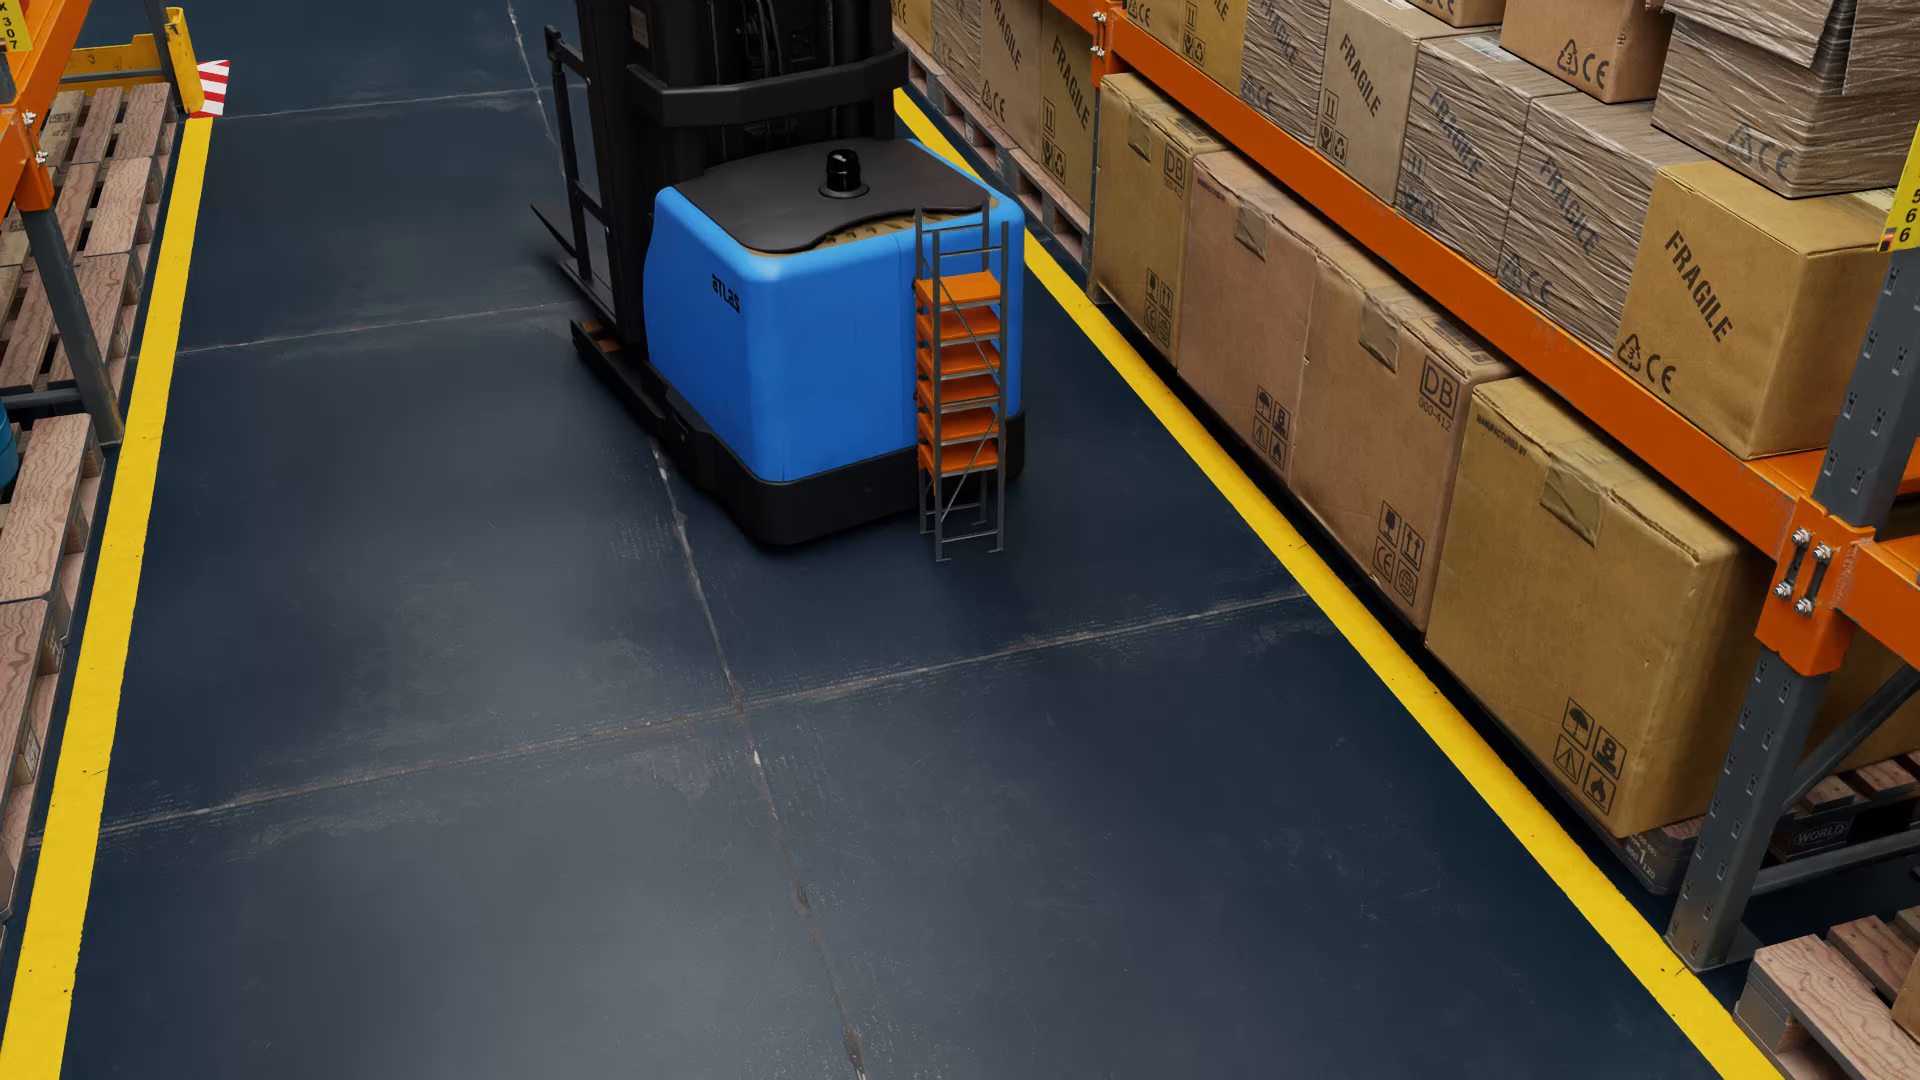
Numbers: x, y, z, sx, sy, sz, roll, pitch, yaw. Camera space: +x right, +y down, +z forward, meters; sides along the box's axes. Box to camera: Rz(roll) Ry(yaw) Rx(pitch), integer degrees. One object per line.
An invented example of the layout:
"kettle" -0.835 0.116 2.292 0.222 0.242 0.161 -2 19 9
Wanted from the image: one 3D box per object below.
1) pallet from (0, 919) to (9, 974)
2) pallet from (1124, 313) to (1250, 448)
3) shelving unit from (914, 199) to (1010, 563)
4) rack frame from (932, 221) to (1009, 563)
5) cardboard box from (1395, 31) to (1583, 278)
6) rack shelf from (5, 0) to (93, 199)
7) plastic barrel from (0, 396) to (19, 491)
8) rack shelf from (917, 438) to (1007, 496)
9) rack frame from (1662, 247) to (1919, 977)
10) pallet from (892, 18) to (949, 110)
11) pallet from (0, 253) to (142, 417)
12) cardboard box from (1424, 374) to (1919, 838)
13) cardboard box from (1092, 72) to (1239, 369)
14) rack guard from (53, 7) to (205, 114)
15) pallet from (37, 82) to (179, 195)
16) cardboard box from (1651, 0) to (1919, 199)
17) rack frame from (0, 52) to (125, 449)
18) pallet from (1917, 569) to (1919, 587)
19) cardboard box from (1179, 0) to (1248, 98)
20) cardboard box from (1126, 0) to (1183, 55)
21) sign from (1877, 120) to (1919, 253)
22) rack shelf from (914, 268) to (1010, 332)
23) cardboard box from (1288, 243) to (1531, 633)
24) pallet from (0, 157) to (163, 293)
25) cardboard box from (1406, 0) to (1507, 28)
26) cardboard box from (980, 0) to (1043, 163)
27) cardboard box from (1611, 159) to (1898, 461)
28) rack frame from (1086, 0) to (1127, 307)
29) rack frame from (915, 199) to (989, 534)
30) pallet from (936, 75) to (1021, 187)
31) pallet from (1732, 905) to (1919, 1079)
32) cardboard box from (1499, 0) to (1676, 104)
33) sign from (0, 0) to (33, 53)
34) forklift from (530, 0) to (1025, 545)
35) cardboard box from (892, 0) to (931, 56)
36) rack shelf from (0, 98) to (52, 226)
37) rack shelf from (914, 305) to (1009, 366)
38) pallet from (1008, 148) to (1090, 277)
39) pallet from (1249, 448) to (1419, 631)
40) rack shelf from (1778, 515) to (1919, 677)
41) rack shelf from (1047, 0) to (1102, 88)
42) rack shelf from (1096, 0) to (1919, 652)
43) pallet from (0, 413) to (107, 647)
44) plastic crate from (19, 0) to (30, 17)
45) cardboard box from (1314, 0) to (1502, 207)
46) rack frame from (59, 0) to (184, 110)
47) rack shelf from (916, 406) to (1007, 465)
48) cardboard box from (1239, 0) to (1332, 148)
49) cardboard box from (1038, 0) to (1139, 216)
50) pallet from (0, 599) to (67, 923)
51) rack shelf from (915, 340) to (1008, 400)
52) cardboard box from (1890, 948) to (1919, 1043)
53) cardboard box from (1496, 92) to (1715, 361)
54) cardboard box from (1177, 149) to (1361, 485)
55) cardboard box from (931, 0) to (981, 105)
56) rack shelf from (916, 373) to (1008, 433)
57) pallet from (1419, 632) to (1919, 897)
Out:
"pallet" -2.723 1.301 3.589 1.003 0.211 1.213 -10 35 -15
"pallet" 1.361 -0.833 6.818 1.003 0.211 1.213 -10 35 -15
"shelving unit" 0.004 -0.493 5.408 0.258 1.200 0.189 -10 35 -15
"rack frame" 0.032 -0.445 5.335 0.240 1.200 0.006 -10 35 -15
"cardboard box" 1.580 -1.082 4.576 0.500 0.500 0.500 -11 35 -16
"rack shelf" -4.273 -2.305 7.171 1.077 0.370 4.000 -10 35 -15
"plastic barrel" -3.513 -0.567 5.409 0.600 0.901 0.708 -10 35 -15
"rack shelf" 0.004 -0.256 5.565 0.258 0.103 0.180 -10 35 -15
"rack frame" 2.274 -0.288 3.465 1.000 3.000 0.127 -10 35 -15
"pallet" 0.152 -2.918 9.975 1.003 0.211 1.213 -10 35 -15
"pallet" -3.924 -0.772 6.726 1.003 0.211 1.213 -10 35 -15
"cardboard box" 2.083 0.057 4.489 1.225 0.875 0.875 -12 35 -17
"cardboard box" 1.268 -1.344 6.610 1.225 0.875 0.875 -10 35 -15
"rack guard" -4.903 -2.623 9.266 1.175 0.500 0.348 -10 35 -15
"pallet" -4.669 -2.053 8.665 1.003 0.211 1.213 -10 35 -15
"cardboard box" 2.066 -1.135 3.746 0.797 0.503 0.637 -9 34 -13
"rack frame" -3.663 -1.555 5.383 1.000 3.000 0.127 -10 35 -15
"pallet" 2.593 0.148 2.979 1.213 0.211 1.003 -10 35 -15
"cardboard box" 1.110 -1.883 5.788 0.500 0.500 0.500 -10 35 -15
"cardboard box" 0.956 -2.147 6.187 0.500 0.500 0.500 -10 35 -15
"sign" 1.746 -0.676 3.002 0.100 0.325 0.005 -10 35 -15
"rack shelf" 0.004 -0.756 5.234 0.258 0.103 0.180 -10 35 -15
"cardboard box" 1.819 -0.412 5.199 1.225 0.875 0.875 -10 35 -15
"pallet" -4.300 -1.413 7.697 1.003 0.211 1.213 -10 35 -15
"cardboard box" 1.659 -1.829 4.796 0.797 0.503 0.637 -9 34 -13
"cardboard box" 0.654 -2.510 8.373 0.875 0.875 0.875 -10 35 -15
"cardboard box" 1.888 -0.547 3.767 0.500 0.500 0.500 -9 35 -13
"rack frame" 1.054 -2.388 6.644 1.000 3.000 0.127 -10 35 -15
"rack frame" -0.023 -0.541 5.480 0.240 1.200 0.006 -10 35 -15
"pallet" 0.521 -2.279 9.008 1.003 0.211 1.213 -10 35 -15
"pallet" 2.511 1.286 3.613 1.003 0.211 1.213 -10 35 -15
"cardboard box" 1.870 -1.478 4.265 0.797 0.503 0.637 -9 35 -14
"sign" -3.139 -1.762 5.445 0.100 0.325 0.005 -10 35 -15
"forklift" -0.946 -1.990 6.103 1.130 2.935 3.031 -18 37 -25
"cardboard box" 0.105 -3.455 9.804 0.875 0.875 0.875 -10 35 -15
"rack shelf" -3.053 -0.205 3.992 1.077 0.370 4.000 -10 35 -15
"rack shelf" 0.004 -0.656 5.300 0.258 0.103 0.180 -10 35 -15
"pallet" 0.896 -1.637 8.036 1.003 0.211 1.213 -10 35 -15
"pallet" 1.737 -0.191 5.847 1.003 0.211 1.213 -10 35 -15
"rack shelf" 2.884 1.062 2.075 1.077 0.370 4.000 -10 35 -15
"rack shelf" 0.444 -3.138 8.431 1.077 0.370 4.000 -10 35 -15
"rack shelf" 1.664 -1.038 5.253 1.077 0.370 4.000 -10 35 -15
"pallet" -3.467 0.020 5.528 1.003 0.211 1.213 -10 35 -15
"plastic crate" -3.696 -2.118 6.122 0.402 0.464 0.583 -10 35 -15
"cardboard box" 1.425 -1.350 4.981 0.500 0.500 0.500 -9 35 -14
"rack frame" -4.883 -3.656 8.561 1.000 3.000 0.127 -10 35 -15
"rack shelf" 0.004 -0.356 5.498 0.258 0.103 0.180 -10 35 -15
"cardboard box" 1.263 -1.620 5.390 0.500 0.500 0.500 -11 35 -16
"cardboard box" 0.929 -2.037 7.658 0.875 0.875 0.875 -10 35 -15
"pallet" -3.091 0.662 4.557 1.003 0.211 1.213 -10 35 -15
"rack shelf" 0.004 -0.556 5.366 0.258 0.103 0.180 -10 35 -15
"cardboard box" 2.497 0.919 3.506 0.700 0.500 0.500 -12 35 -17
"cardboard box" 1.741 -0.810 4.164 0.500 0.500 0.500 -10 35 -15
"cardboard box" 1.542 -0.875 5.900 1.225 0.875 0.875 -11 35 -16
"cardboard box" 0.383 -2.977 9.081 0.875 0.875 0.875 -10 35 -15
"rack shelf" 0.004 -0.456 5.432 0.258 0.103 0.180 -10 35 -15
"pallet" 2.105 0.449 4.880 1.003 0.211 1.213 -10 35 -15
